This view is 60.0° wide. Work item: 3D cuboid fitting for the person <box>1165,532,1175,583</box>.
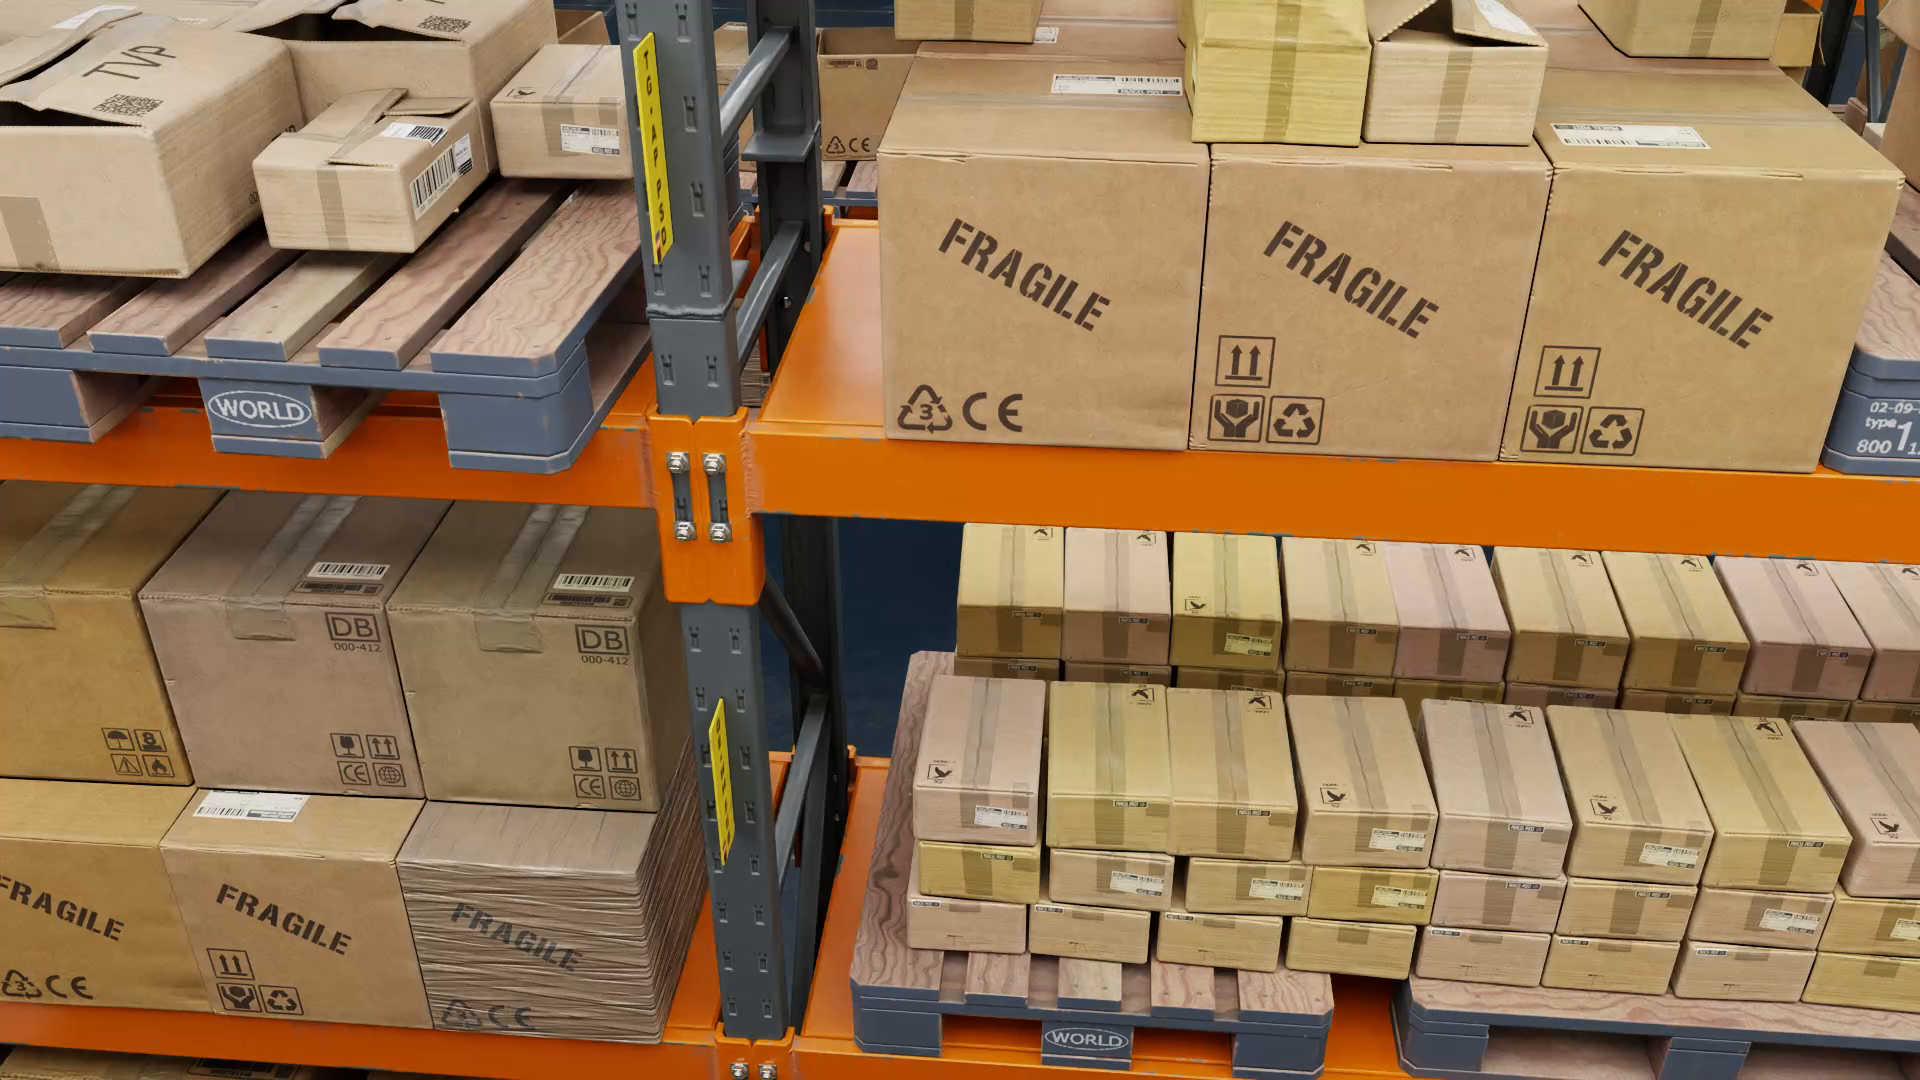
[{"bbox_3d":[0.856,-0.481,6.934,0.416,1.774,0.656,2,32,3],"label":"person"}]
